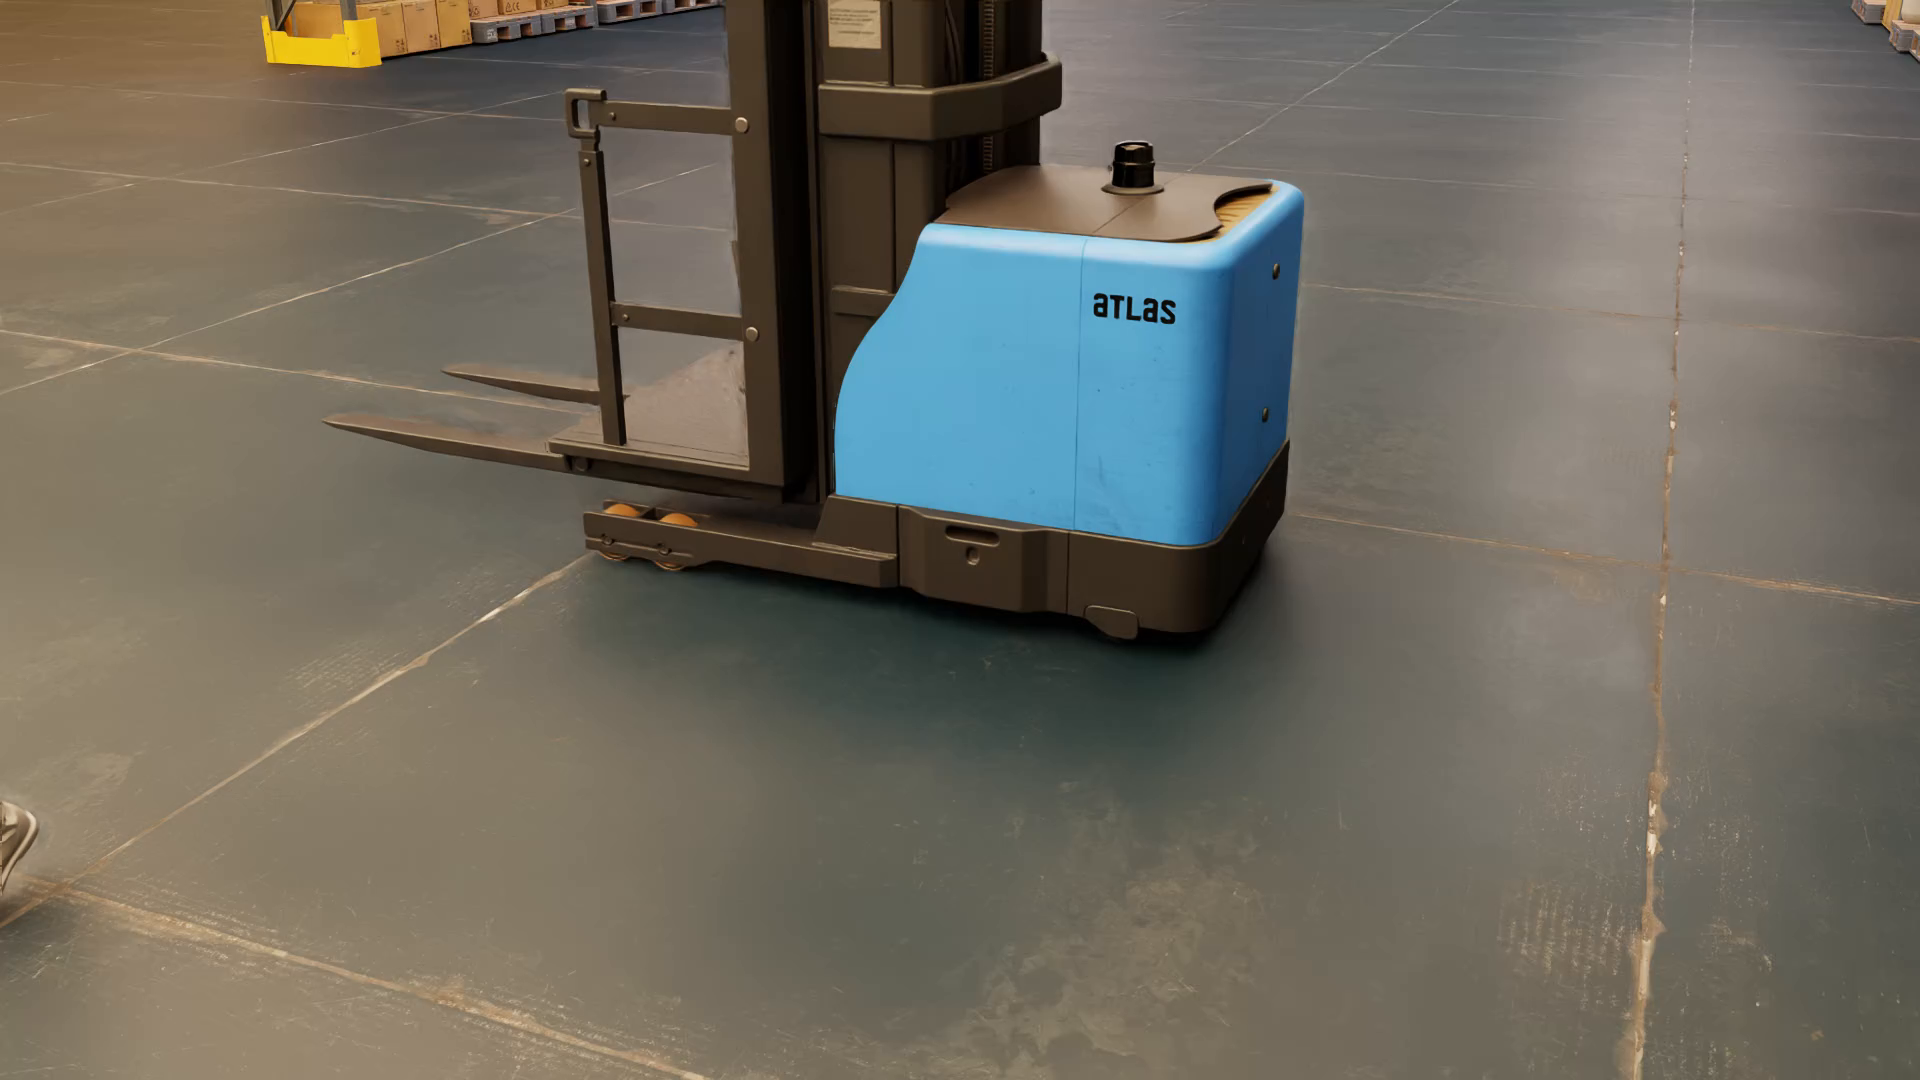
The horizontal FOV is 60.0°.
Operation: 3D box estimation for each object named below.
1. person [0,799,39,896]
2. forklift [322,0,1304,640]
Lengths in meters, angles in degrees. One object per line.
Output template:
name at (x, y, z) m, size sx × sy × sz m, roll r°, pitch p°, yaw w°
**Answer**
person at (-2.110, 0.049, 2.850) m, size 0.787 × 1.651 × 0.638 m, roll 9°, pitch 24°, yaw 20°
forklift at (-0.570, -1.439, 4.734) m, size 3.031 × 2.935 × 1.130 m, roll 9°, pitch 24°, yaw 20°
